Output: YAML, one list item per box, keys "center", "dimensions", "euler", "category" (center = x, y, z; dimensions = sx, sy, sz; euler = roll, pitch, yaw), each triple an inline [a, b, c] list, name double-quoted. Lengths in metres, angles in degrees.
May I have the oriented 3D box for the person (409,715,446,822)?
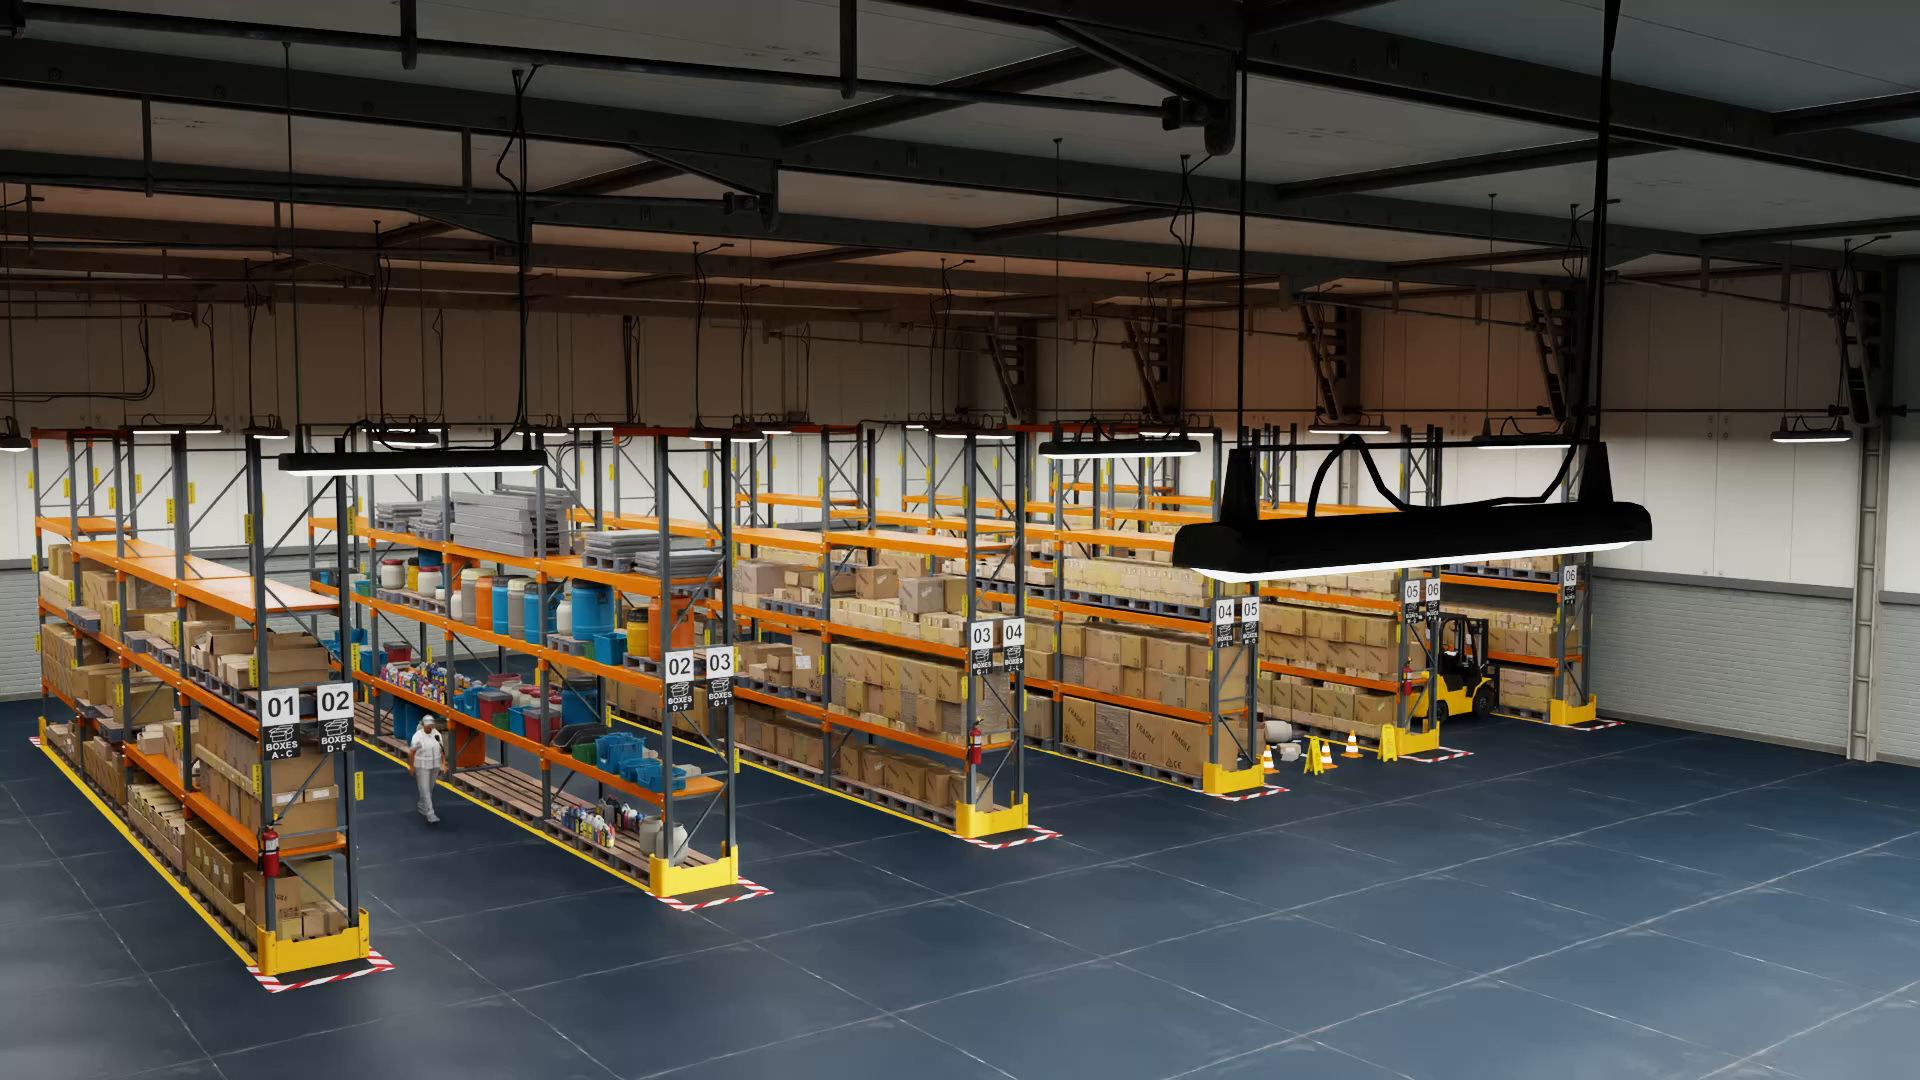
- center: [-8.159, 3.494, 25.607]
  dimensions: [1.005, 1.605, 0.507]
  euler: [4, 6, 41]
  category: "person"
